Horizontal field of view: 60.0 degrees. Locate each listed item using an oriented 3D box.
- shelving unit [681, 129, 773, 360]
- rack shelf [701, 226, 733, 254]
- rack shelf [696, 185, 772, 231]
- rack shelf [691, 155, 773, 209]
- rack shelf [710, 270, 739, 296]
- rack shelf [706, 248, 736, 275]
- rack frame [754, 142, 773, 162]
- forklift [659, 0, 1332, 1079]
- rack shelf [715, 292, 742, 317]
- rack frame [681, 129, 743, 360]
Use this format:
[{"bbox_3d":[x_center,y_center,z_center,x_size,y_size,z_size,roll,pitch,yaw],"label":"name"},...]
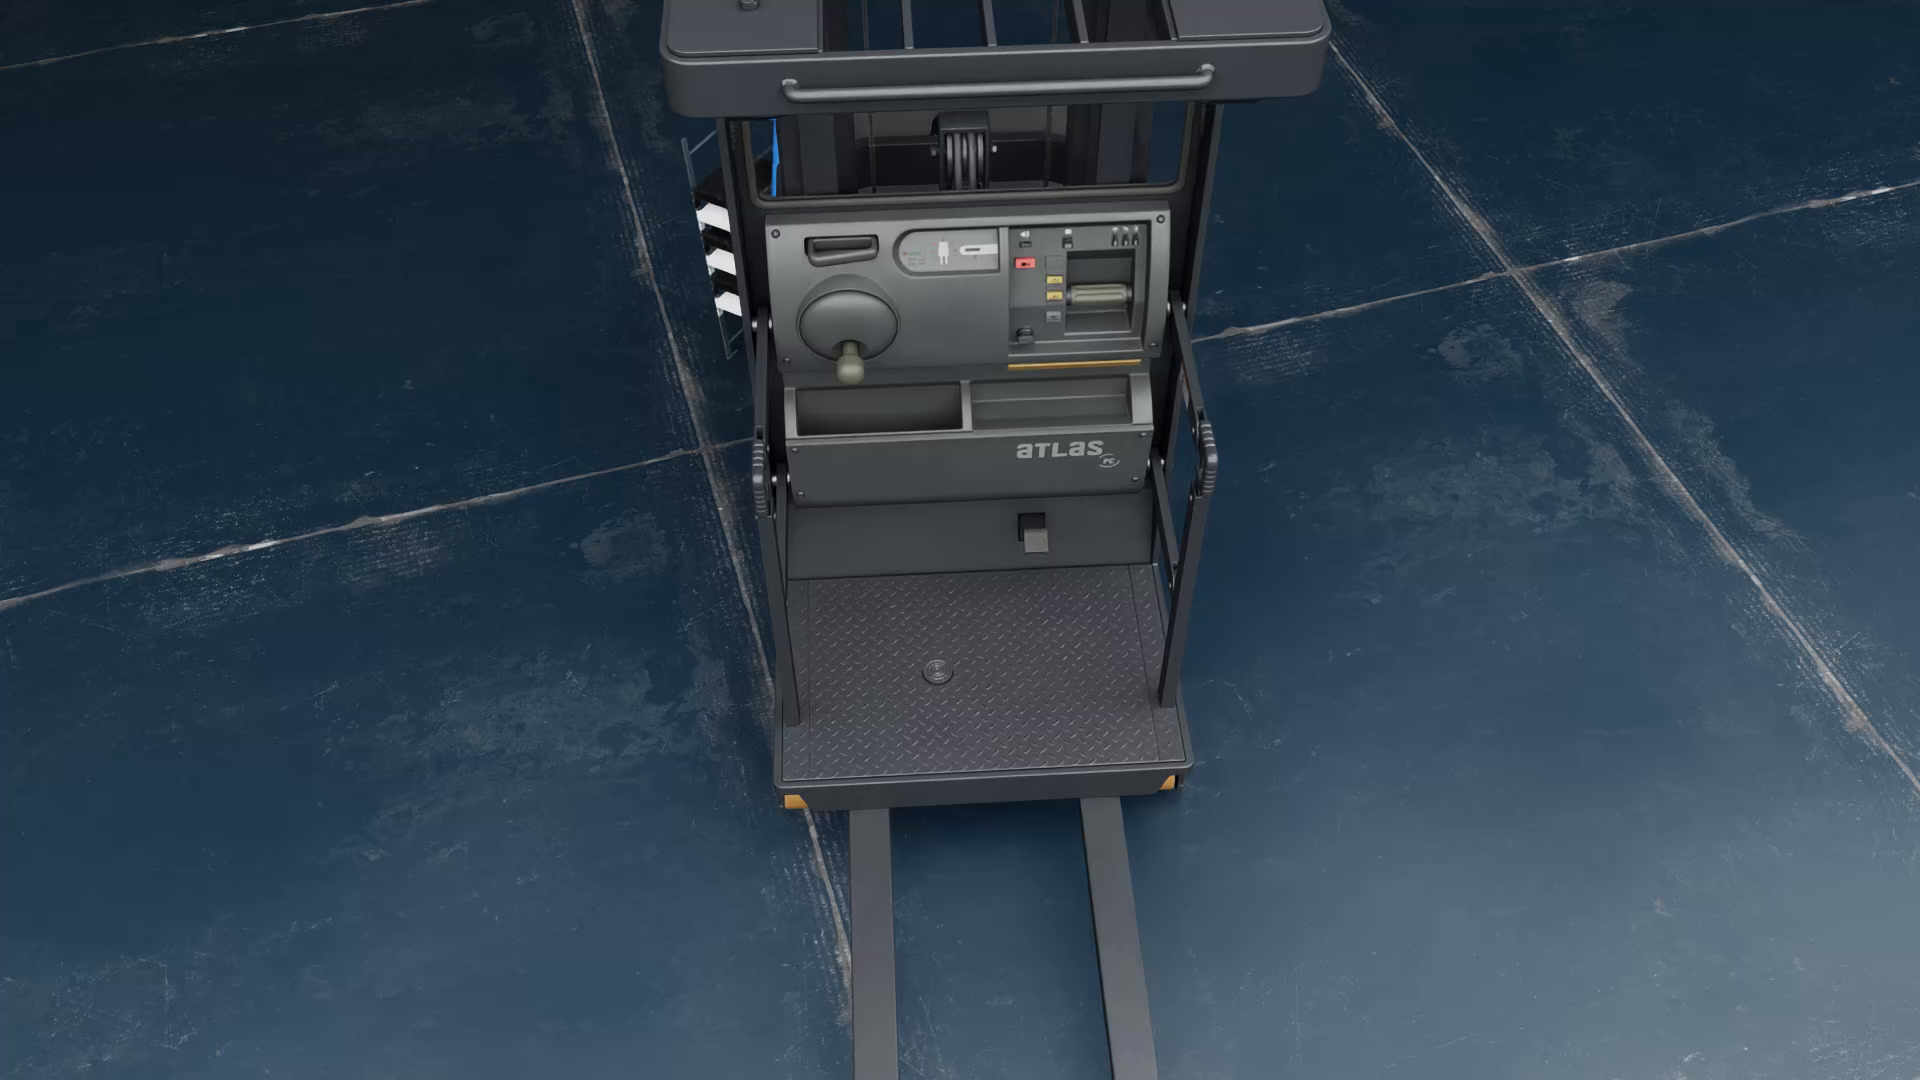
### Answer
[{"bbox_3d":[-0.682,-0.969,5.471,0.210,0.900,0.258,23,53,23],"label":"shelving unit"},{"bbox_3d":[-0.685,-1.007,5.429,0.200,0.077,0.258,23,53,23],"label":"rack shelf"},{"bbox_3d":[-0.690,-1.068,5.362,0.200,0.077,0.258,23,53,23],"label":"rack shelf"},{"bbox_3d":[-0.695,-1.128,5.295,0.200,0.077,0.258,23,53,23],"label":"rack shelf"},{"bbox_3d":[-0.675,-0.887,5.562,0.200,0.077,0.258,23,53,23],"label":"rack shelf"},{"bbox_3d":[-0.680,-0.947,5.495,0.200,0.077,0.258,23,53,23],"label":"rack shelf"},{"bbox_3d":[-0.596,-0.933,5.431,0.006,0.900,0.240,23,53,23],"label":"rack frame"},{"bbox_3d":[0.037,-0.468,3.728,1.130,2.935,3.031,-3,50,-2],"label":"forklift"},{"bbox_3d":[-0.670,-0.827,5.629,0.200,0.077,0.258,23,53,23],"label":"rack shelf"},{"bbox_3d":[-0.769,-1.006,5.510,0.006,0.900,0.240,23,53,23],"label":"rack frame"}]
